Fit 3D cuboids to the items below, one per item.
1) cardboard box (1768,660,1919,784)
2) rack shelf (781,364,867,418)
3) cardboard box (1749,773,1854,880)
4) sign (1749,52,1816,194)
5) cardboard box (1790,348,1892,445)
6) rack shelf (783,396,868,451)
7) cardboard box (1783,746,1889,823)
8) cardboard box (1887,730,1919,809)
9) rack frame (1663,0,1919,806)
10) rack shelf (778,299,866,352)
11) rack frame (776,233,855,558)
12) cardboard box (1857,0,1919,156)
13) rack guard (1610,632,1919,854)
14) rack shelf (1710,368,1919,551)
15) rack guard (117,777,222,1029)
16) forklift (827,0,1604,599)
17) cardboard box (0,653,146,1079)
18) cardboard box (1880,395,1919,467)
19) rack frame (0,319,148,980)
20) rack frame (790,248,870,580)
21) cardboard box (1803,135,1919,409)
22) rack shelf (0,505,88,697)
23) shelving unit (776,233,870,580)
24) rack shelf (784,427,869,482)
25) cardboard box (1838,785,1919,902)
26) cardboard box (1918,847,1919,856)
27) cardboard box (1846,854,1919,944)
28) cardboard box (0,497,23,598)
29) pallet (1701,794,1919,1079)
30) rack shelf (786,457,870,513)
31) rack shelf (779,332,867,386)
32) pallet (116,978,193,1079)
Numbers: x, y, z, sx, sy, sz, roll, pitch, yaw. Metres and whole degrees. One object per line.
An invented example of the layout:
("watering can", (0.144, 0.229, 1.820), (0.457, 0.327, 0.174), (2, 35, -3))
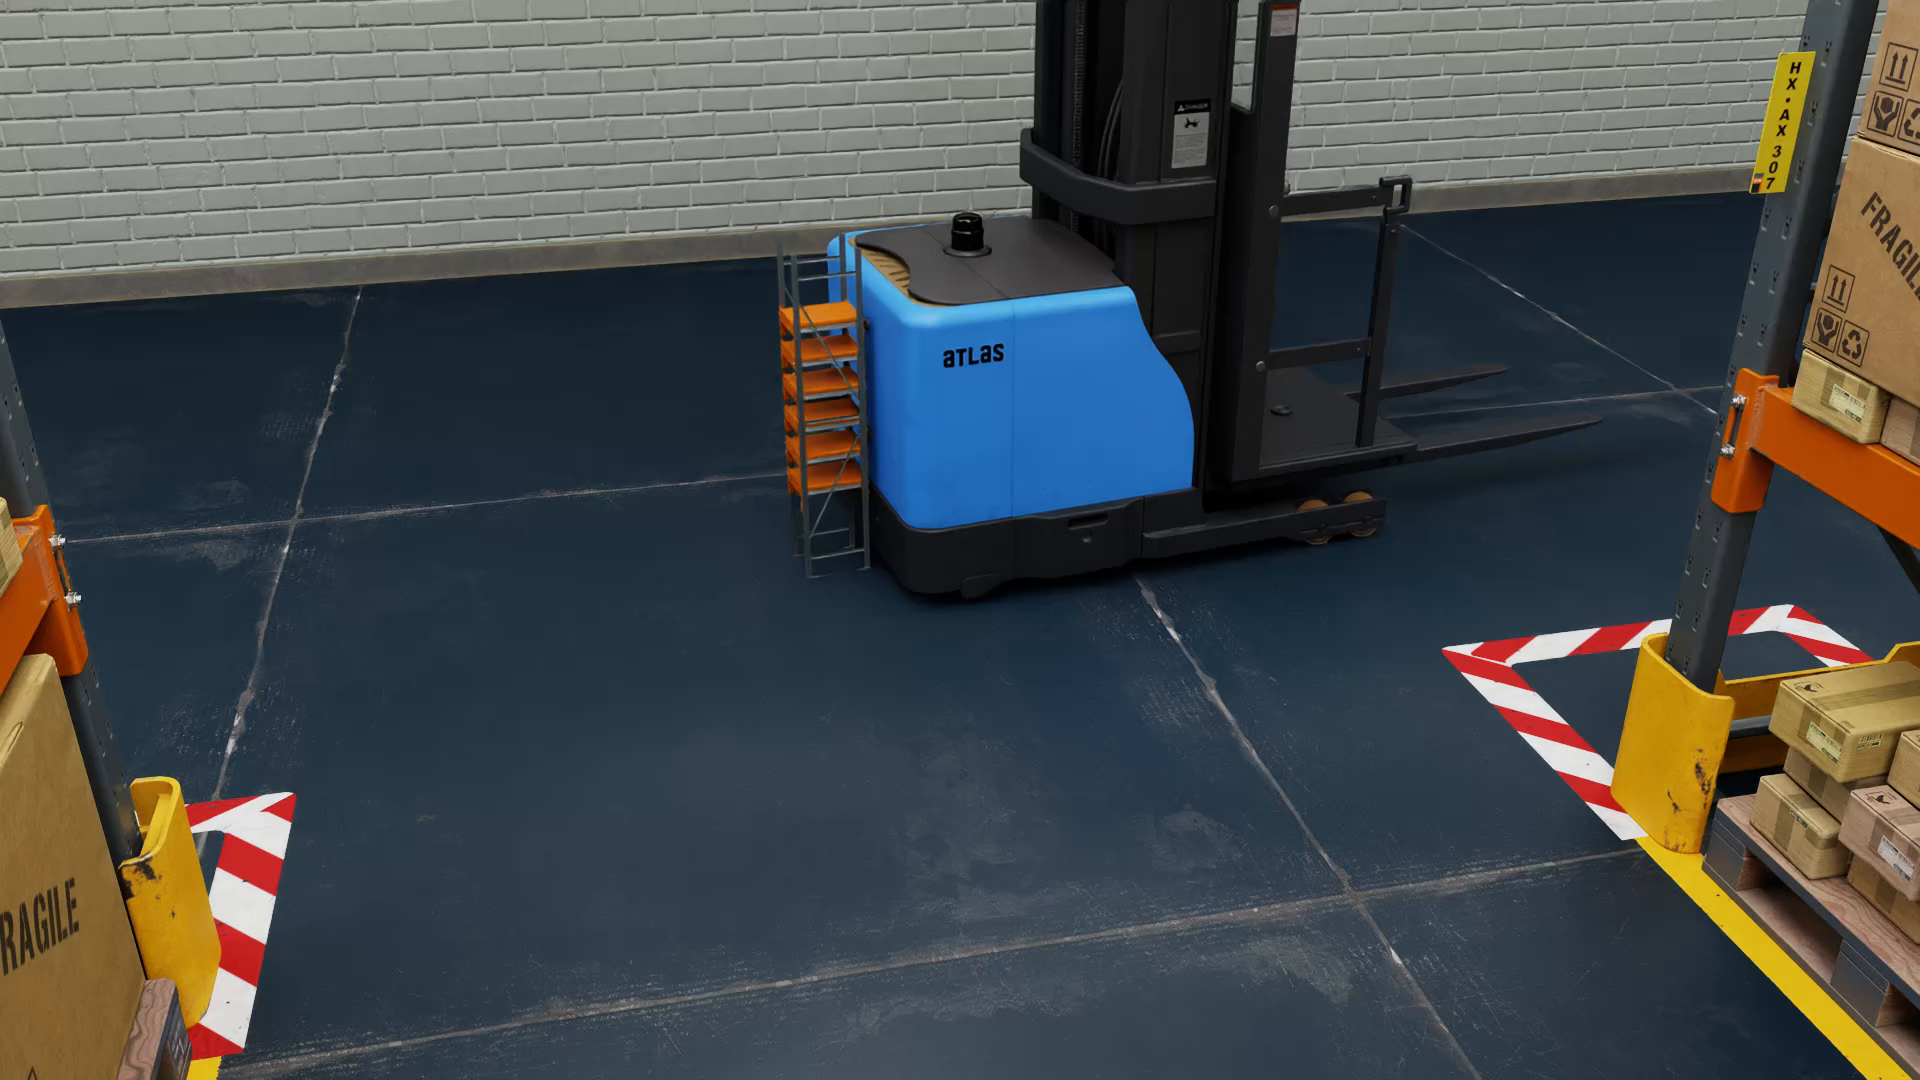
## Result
("cardboard box", (2.241, 0.442, 4.082), (0.380, 0.149, 0.250), (-7, 28, -14))
("rack shelf", (-0.472, -0.519, 5.778), (0.258, 0.103, 0.180), (-10, 28, -18))
("cardboard box", (2.260, 0.706, 4.220), (0.380, 0.149, 0.250), (-5, 27, -11))
("sign", (1.925, -0.973, 3.888), (0.100, 0.325, 0.005), (-6, 27, -12))
("cardboard box", (2.207, -0.354, 3.902), (0.380, 0.149, 0.250), (-6, 27, -12))
("rack shelf", (-0.472, -0.412, 5.832), (0.258, 0.103, 0.180), (-10, 28, -18))
("cardboard box", (2.322, 0.567, 4.166), (0.380, 0.149, 0.250), (-5, 27, -9))
("cardboard box", (2.420, 0.551, 3.867), (0.380, 0.149, 0.250), (-5, 27, -11))
("rack frame", (2.454, -0.642, 4.193), (1.000, 3.000, 0.127), (-6, 27, -12))
("rack shelf", (-0.472, -0.733, 5.670), (0.258, 0.103, 0.180), (-10, 28, -18))
("rack frame", (-0.504, -0.490, 5.889), (0.240, 1.200, 0.006), (-10, 28, -18))
("cardboard box", (2.296, -1.042, 3.434), (0.500, 0.500, 0.500), (-6, 27, -12))
("rack guard", (2.471, 0.507, 4.690), (1.175, 0.500, 0.348), (-6, 27, -12))
("rack shelf", (2.904, 0.557, 2.615), (1.077, 0.370, 4.000), (-6, 27, -12))
("rack guard", (-2.407, 0.923, 3.867), (1.175, 0.500, 0.348), (-6, 27, -12))
("forklift", (1.072, -1.503, 5.974), (3.031, 2.935, 1.130), (-9, 28, -18))
("cardboard box", (-2.179, 0.851, 3.126), (0.875, 0.875, 0.875), (-6, 27, -12))
("cardboard box", (2.305, -0.247, 3.689), (0.380, 0.149, 0.250), (-5, 27, -10))
("rack frame", (-2.401, -0.183, 3.283), (1.000, 3.000, 0.127), (-6, 27, -12))
("rack frame", (-0.440, -0.413, 5.736), (0.240, 1.200, 0.006), (-10, 28, -18))
("cardboard box", (2.286, -0.594, 3.657), (0.500, 0.500, 0.500), (-5, 27, -9))
("rack shelf", (-1.951, 1.017, 1.705), (1.077, 0.370, 4.000), (-6, 27, -12))
("shelving unit", (-0.472, -0.451, 5.812), (0.258, 1.200, 0.189), (-10, 28, -18))
("rack shelf", (-0.472, -0.305, 5.886), (0.258, 0.103, 0.180), (-10, 28, -18))
("cardboard box", (2.328, 0.693, 3.917), (0.380, 0.149, 0.250), (-6, 27, -12))
("cardboard box", (2.352, 0.675, 3.622), (0.380, 0.149, 0.250), (-6, 27, -12))
("cardboard box", (2.399, 0.812, 4.009), (0.380, 0.149, 0.250), (-6, 27, -12))
("cardboard box", (-2.000, 0.052, 3.096), (0.380, 0.149, 0.250), (-5, 27, -11))
("pallet", (2.619, 0.997, 4.041), (1.003, 0.211, 1.213), (-6, 27, -12))
("rack shelf", (-0.472, -0.197, 5.941), (0.258, 0.103, 0.180), (-10, 28, -18))
("rack shelf", (-0.472, -0.626, 5.724), (0.258, 0.103, 0.180), (-10, 28, -18))
("pallet", (-2.145, 1.405, 3.231), (1.003, 0.211, 1.213), (-6, 27, -12))
